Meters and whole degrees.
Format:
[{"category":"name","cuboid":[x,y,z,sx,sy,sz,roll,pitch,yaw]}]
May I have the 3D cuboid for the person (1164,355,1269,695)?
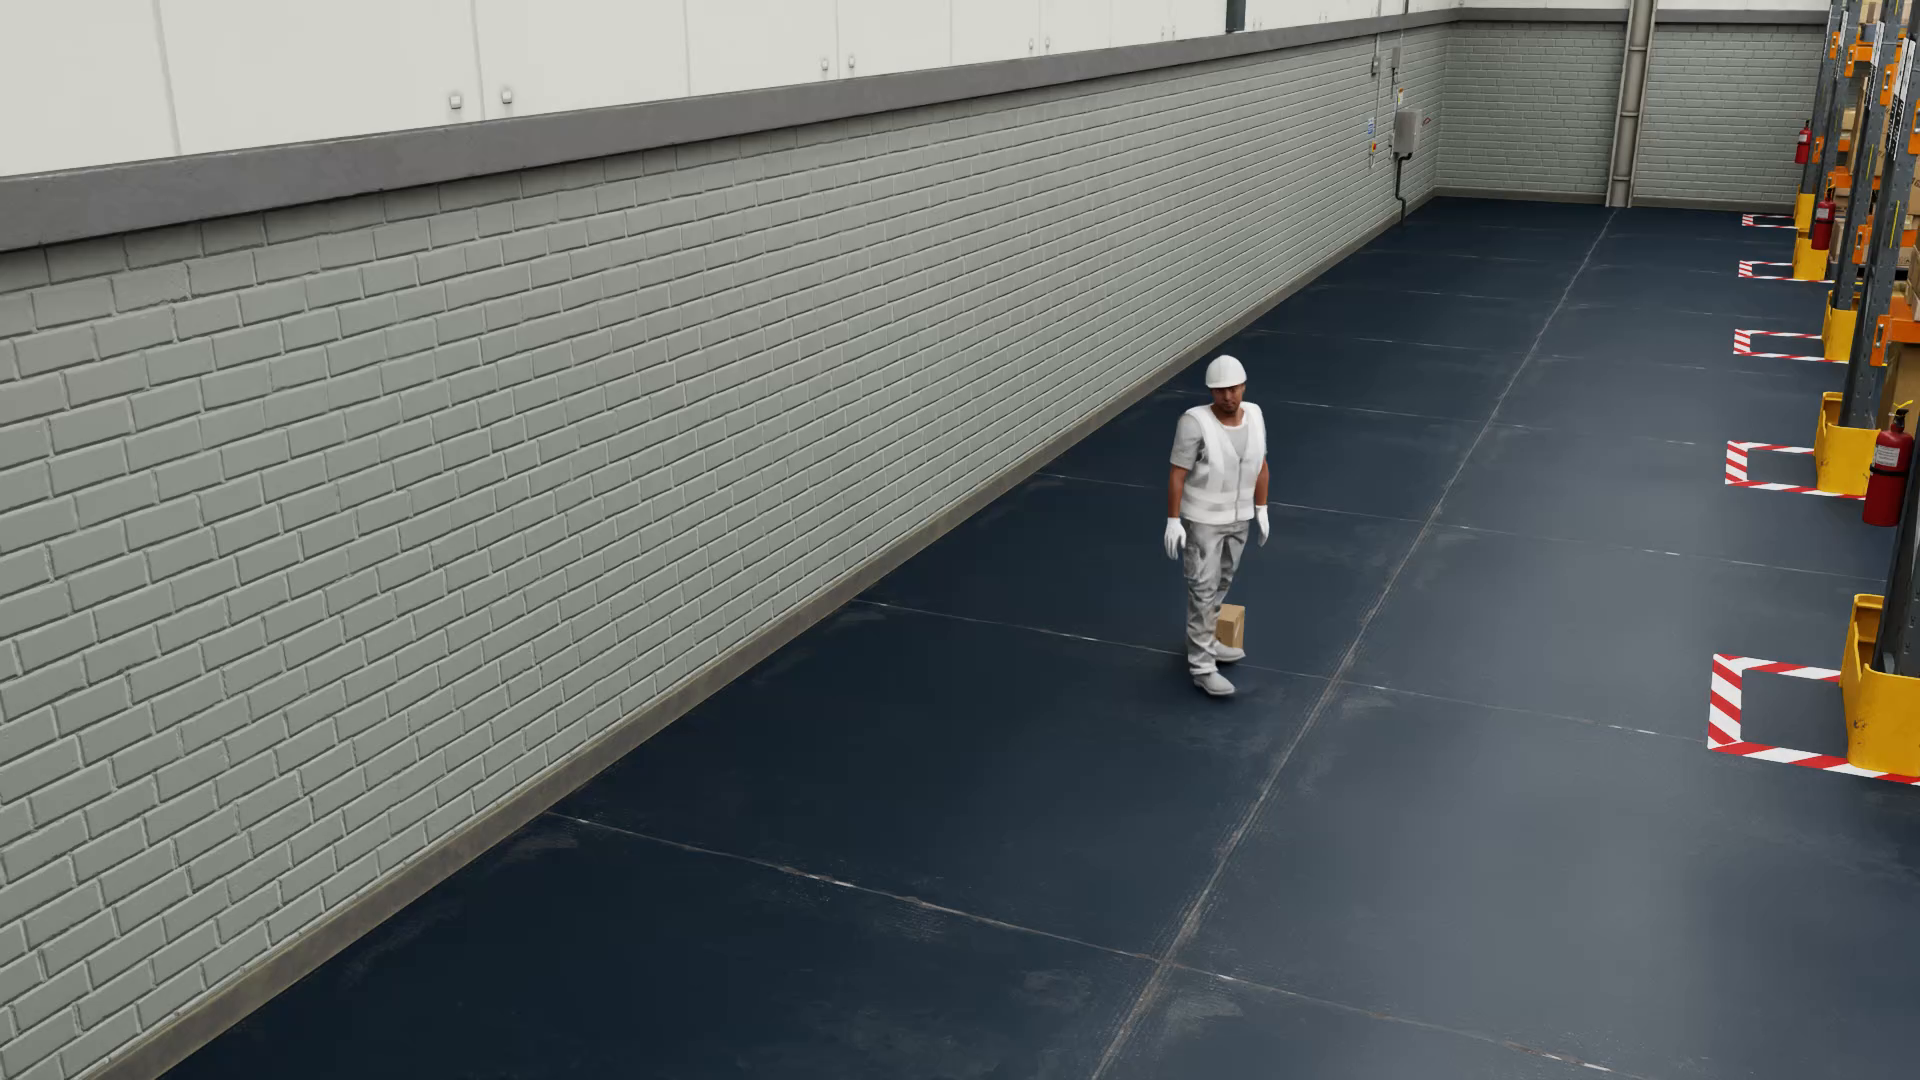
[{"category":"person","cuboid":[1.366,-0.096,8.755,0.634,1.784,0.611,-12,22,-32]}]
